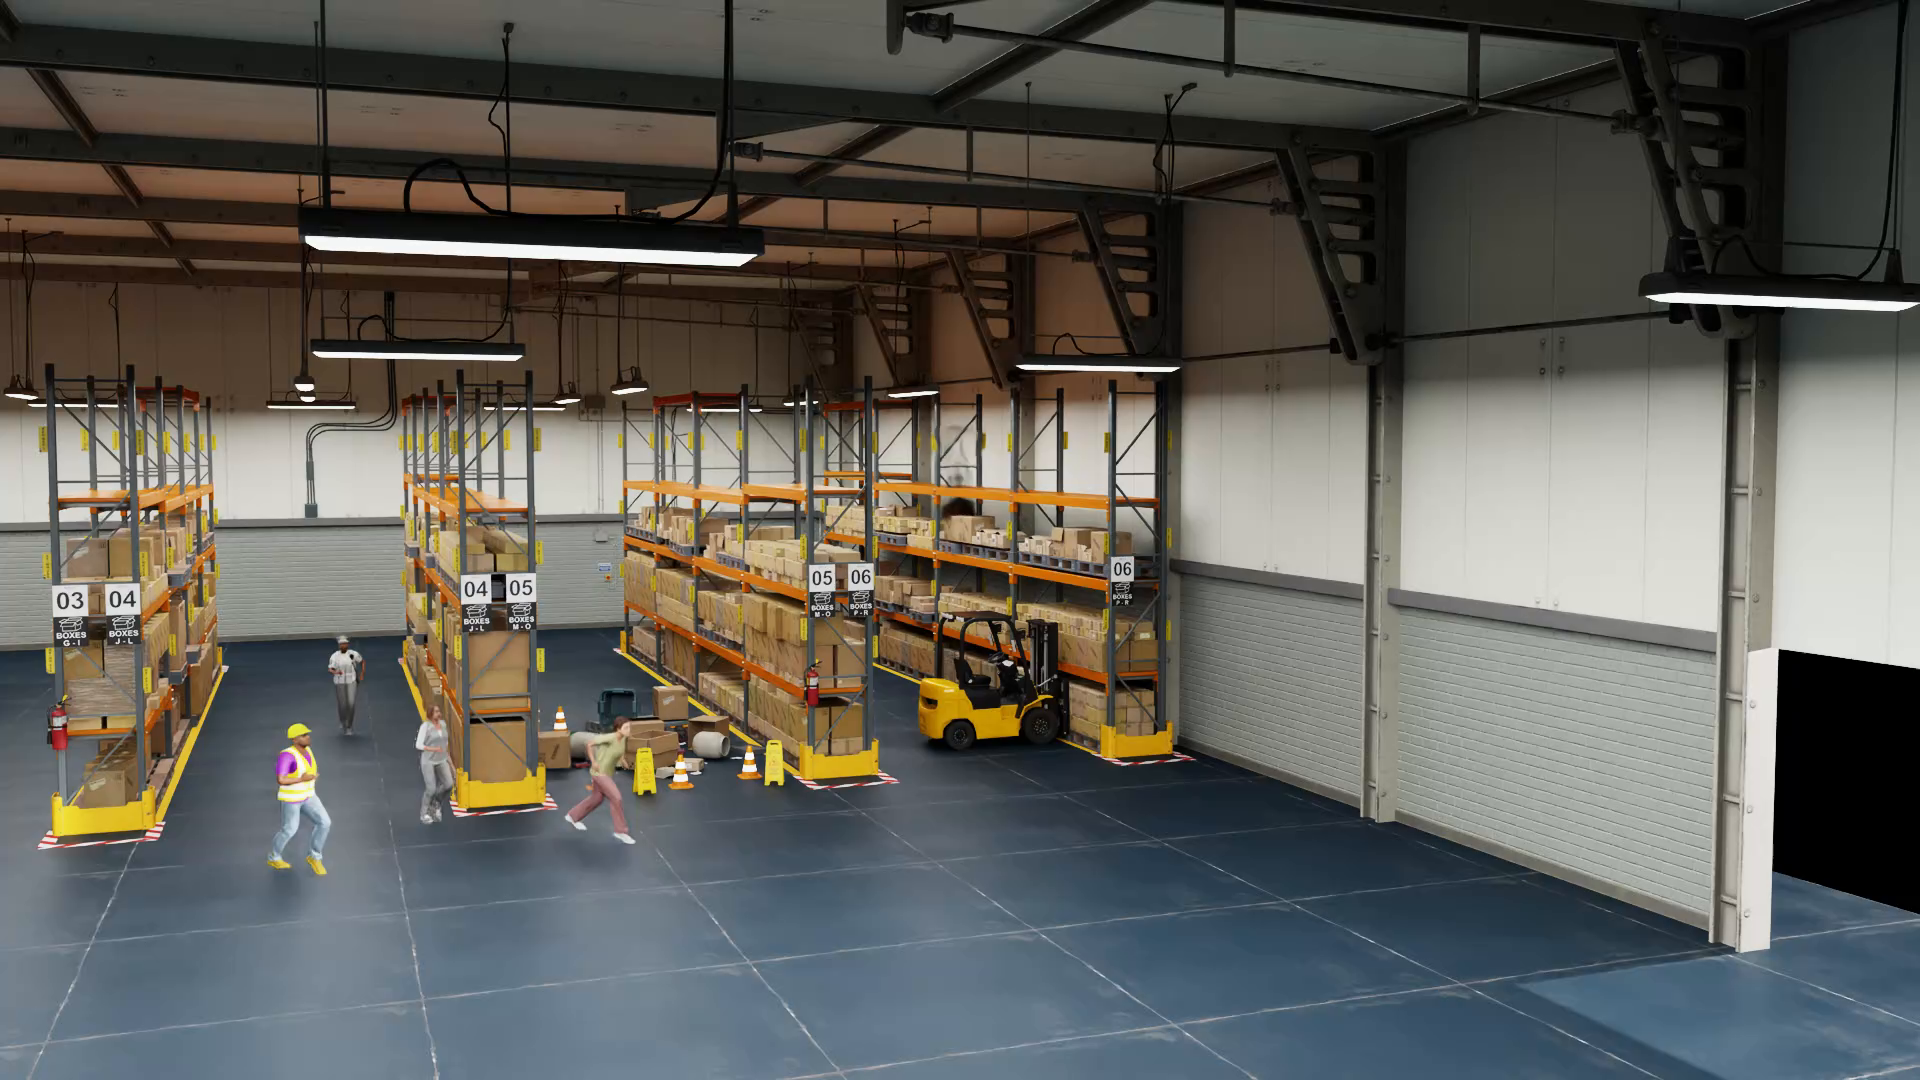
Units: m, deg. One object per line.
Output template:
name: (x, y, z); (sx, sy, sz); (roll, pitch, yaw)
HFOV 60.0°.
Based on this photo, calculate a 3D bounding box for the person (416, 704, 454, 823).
person: (-6.858, 2.945, 21.810); (0.562, 1.563, 0.541); (3, 4, 40)

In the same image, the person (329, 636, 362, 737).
person: (-10.592, 2.502, 28.664); (0.532, 1.736, 0.765); (-1, 3, -15)

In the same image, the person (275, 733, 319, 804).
person: (-7.621, 2.583, 19.153); (0.658, 0.865, 0.673); (1, 4, 19)

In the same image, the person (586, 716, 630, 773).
person: (-4.319, 2.546, 20.788); (0.440, 0.699, 0.616); (1, 4, 24)
